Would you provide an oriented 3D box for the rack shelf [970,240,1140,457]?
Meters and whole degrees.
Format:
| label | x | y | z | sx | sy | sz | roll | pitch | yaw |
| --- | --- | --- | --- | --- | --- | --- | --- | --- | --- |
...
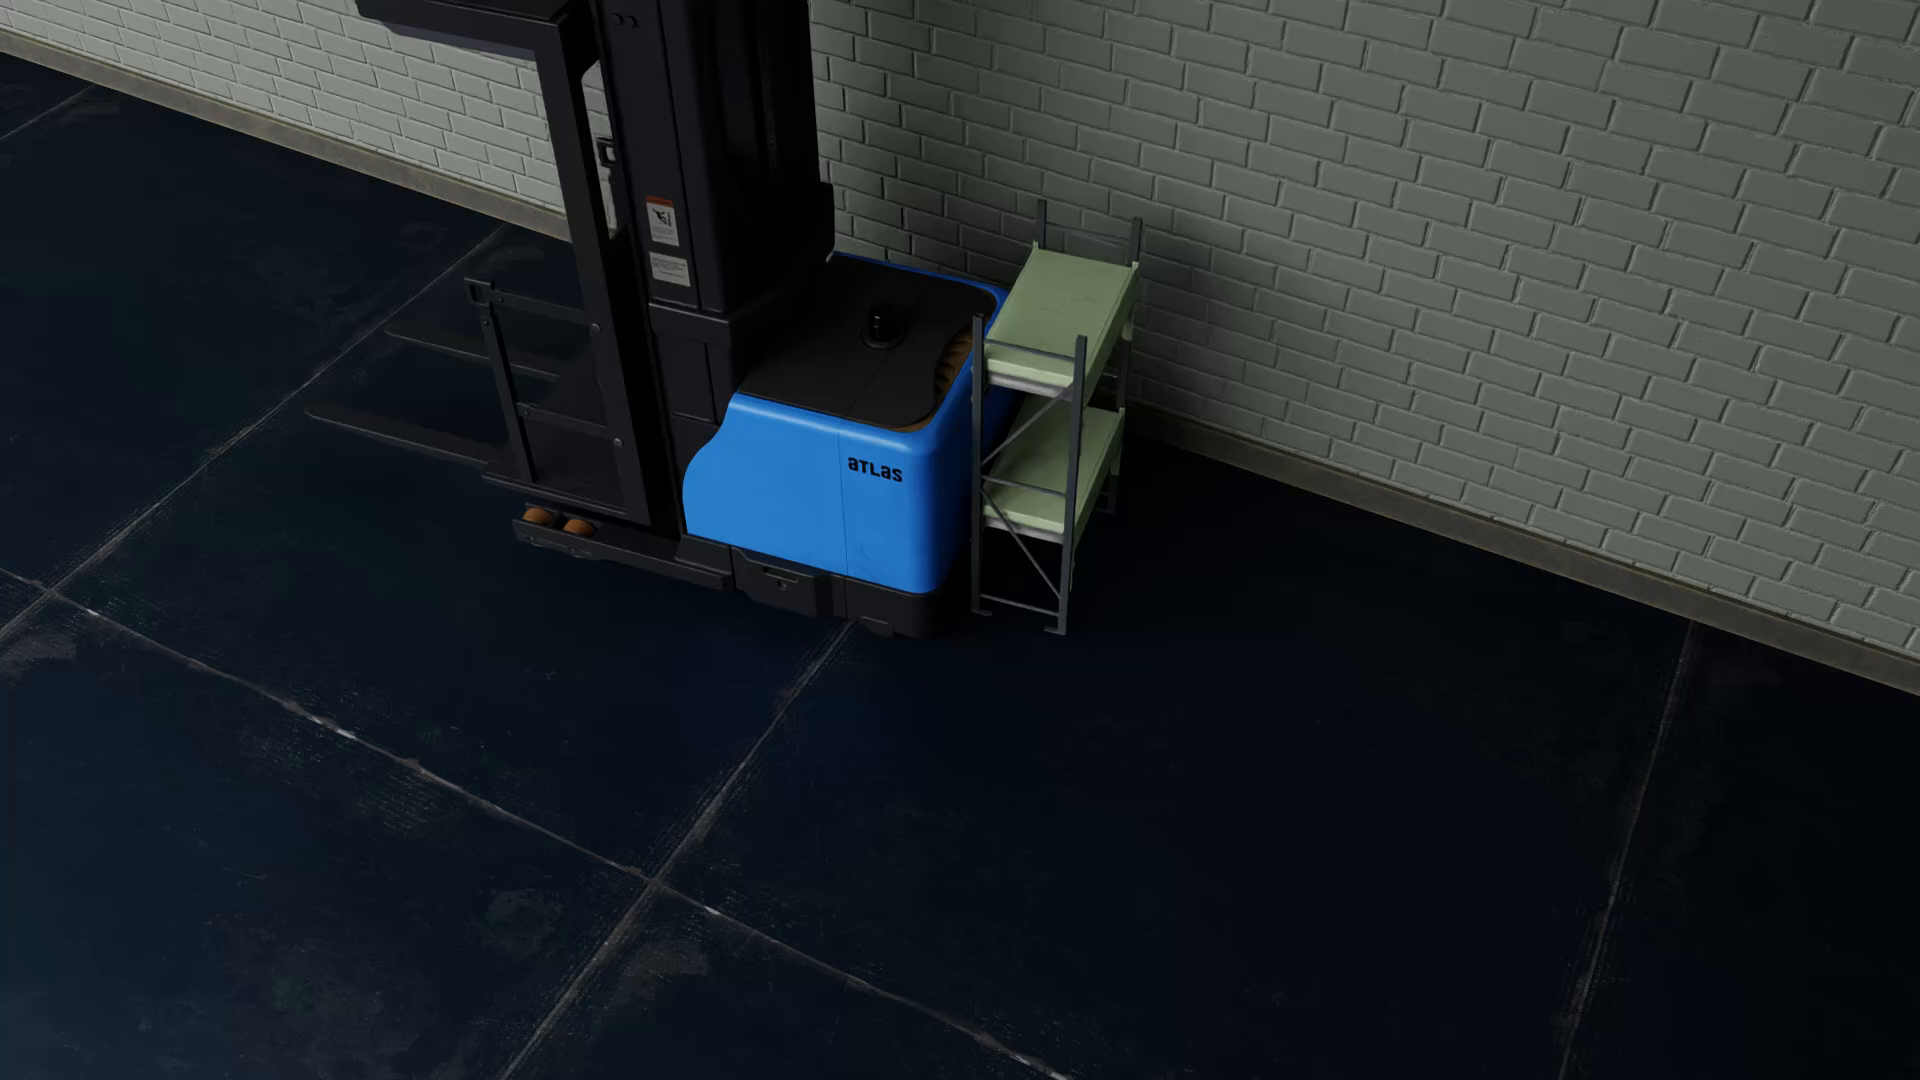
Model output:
| label | x | y | z | sx | sy | sz | roll | pitch | yaw |
| --- | --- | --- | --- | --- | --- | --- | --- | --- | --- |
| rack shelf | 0.357 | -0.717 | 6.135 | 0.431 | 0.370 | 0.720 | 14 | 47 | 13 |

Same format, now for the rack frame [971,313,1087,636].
| label | x | y | z | sx | sy | sz | roll | pitch | yaw |
| --- | --- | --- | --- | --- | --- | --- | --- | --- | --- |
| rack frame | 0.236 | -0.197 | 6.170 | 0.400 | 1.500 | 0.023 | 14 | 47 | 13 |

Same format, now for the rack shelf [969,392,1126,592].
| label | x | y | z | sx | sy | sz | roll | pitch | yaw |
| --- | --- | --- | --- | --- | --- | --- | --- | --- | --- |
| rack shelf | 0.356 | -0.214 | 6.645 | 0.431 | 0.370 | 0.720 | 14 | 47 | 13 |

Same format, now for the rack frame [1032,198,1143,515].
| label | x | y | z | sx | sy | sz | roll | pitch | yaw |
| --- | --- | --- | --- | --- | --- | --- | --- | --- | --- |
| rack frame | 0.476 | -0.689 | 6.656 | 0.400 | 1.500 | 0.023 | 14 | 47 | 13 |

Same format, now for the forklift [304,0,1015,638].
| label | x | y | z | sx | sy | sz | roll | pitch | yaw |
| --- | --- | --- | --- | --- | --- | --- | --- | --- | --- |
| forklift | -1.335 | -1.292 | 6.246 | 3.031 | 2.935 | 1.130 | 15 | 47 | 14 |

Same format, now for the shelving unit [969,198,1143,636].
| label | x | y | z | sx | sy | sz | roll | pitch | yaw |
| --- | --- | --- | --- | --- | --- | --- | --- | --- | --- |
| shelving unit | 0.356 | -0.443 | 6.413 | 0.431 | 1.500 | 0.755 | 14 | 47 | 13 |
